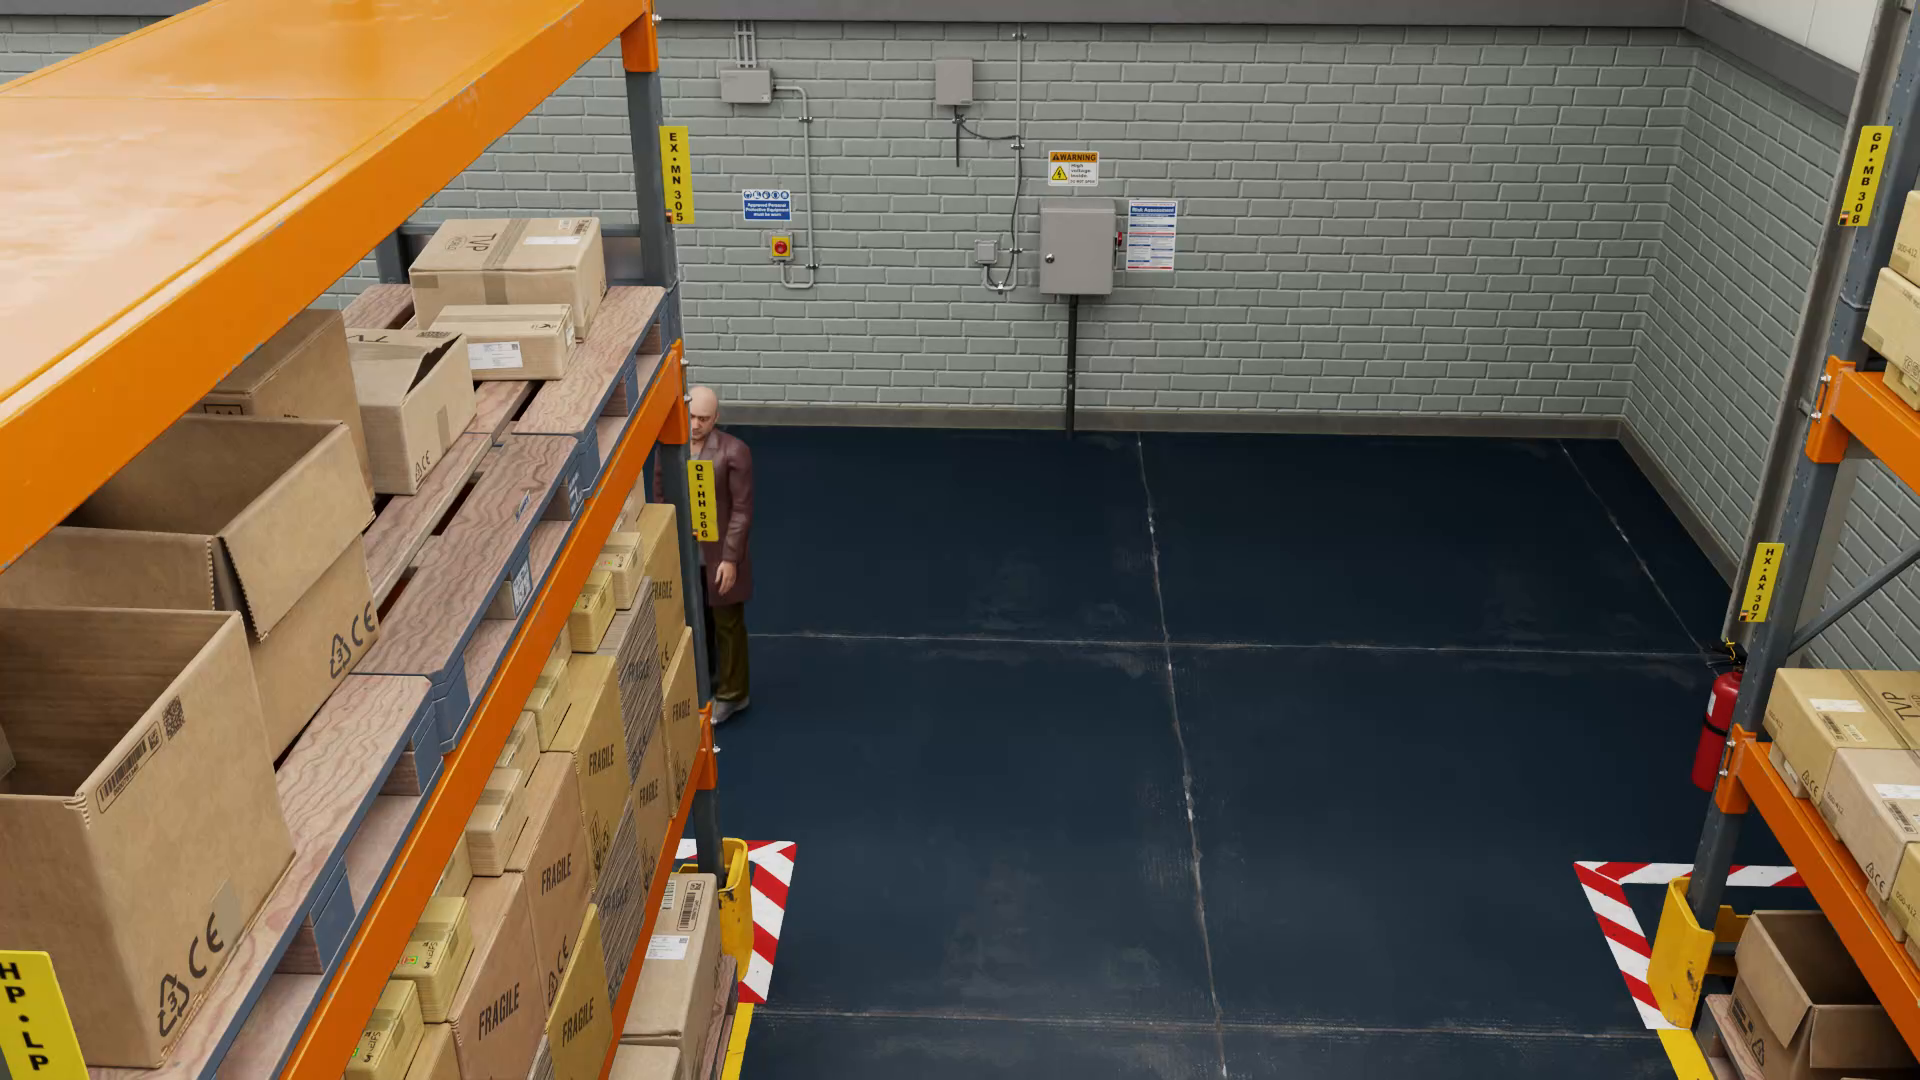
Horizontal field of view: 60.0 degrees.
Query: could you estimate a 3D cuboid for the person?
[{"bbox_3d":[-1.343,0.085,8.418,0.618,1.785,0.480,14,30,24],"label":"person"}]
